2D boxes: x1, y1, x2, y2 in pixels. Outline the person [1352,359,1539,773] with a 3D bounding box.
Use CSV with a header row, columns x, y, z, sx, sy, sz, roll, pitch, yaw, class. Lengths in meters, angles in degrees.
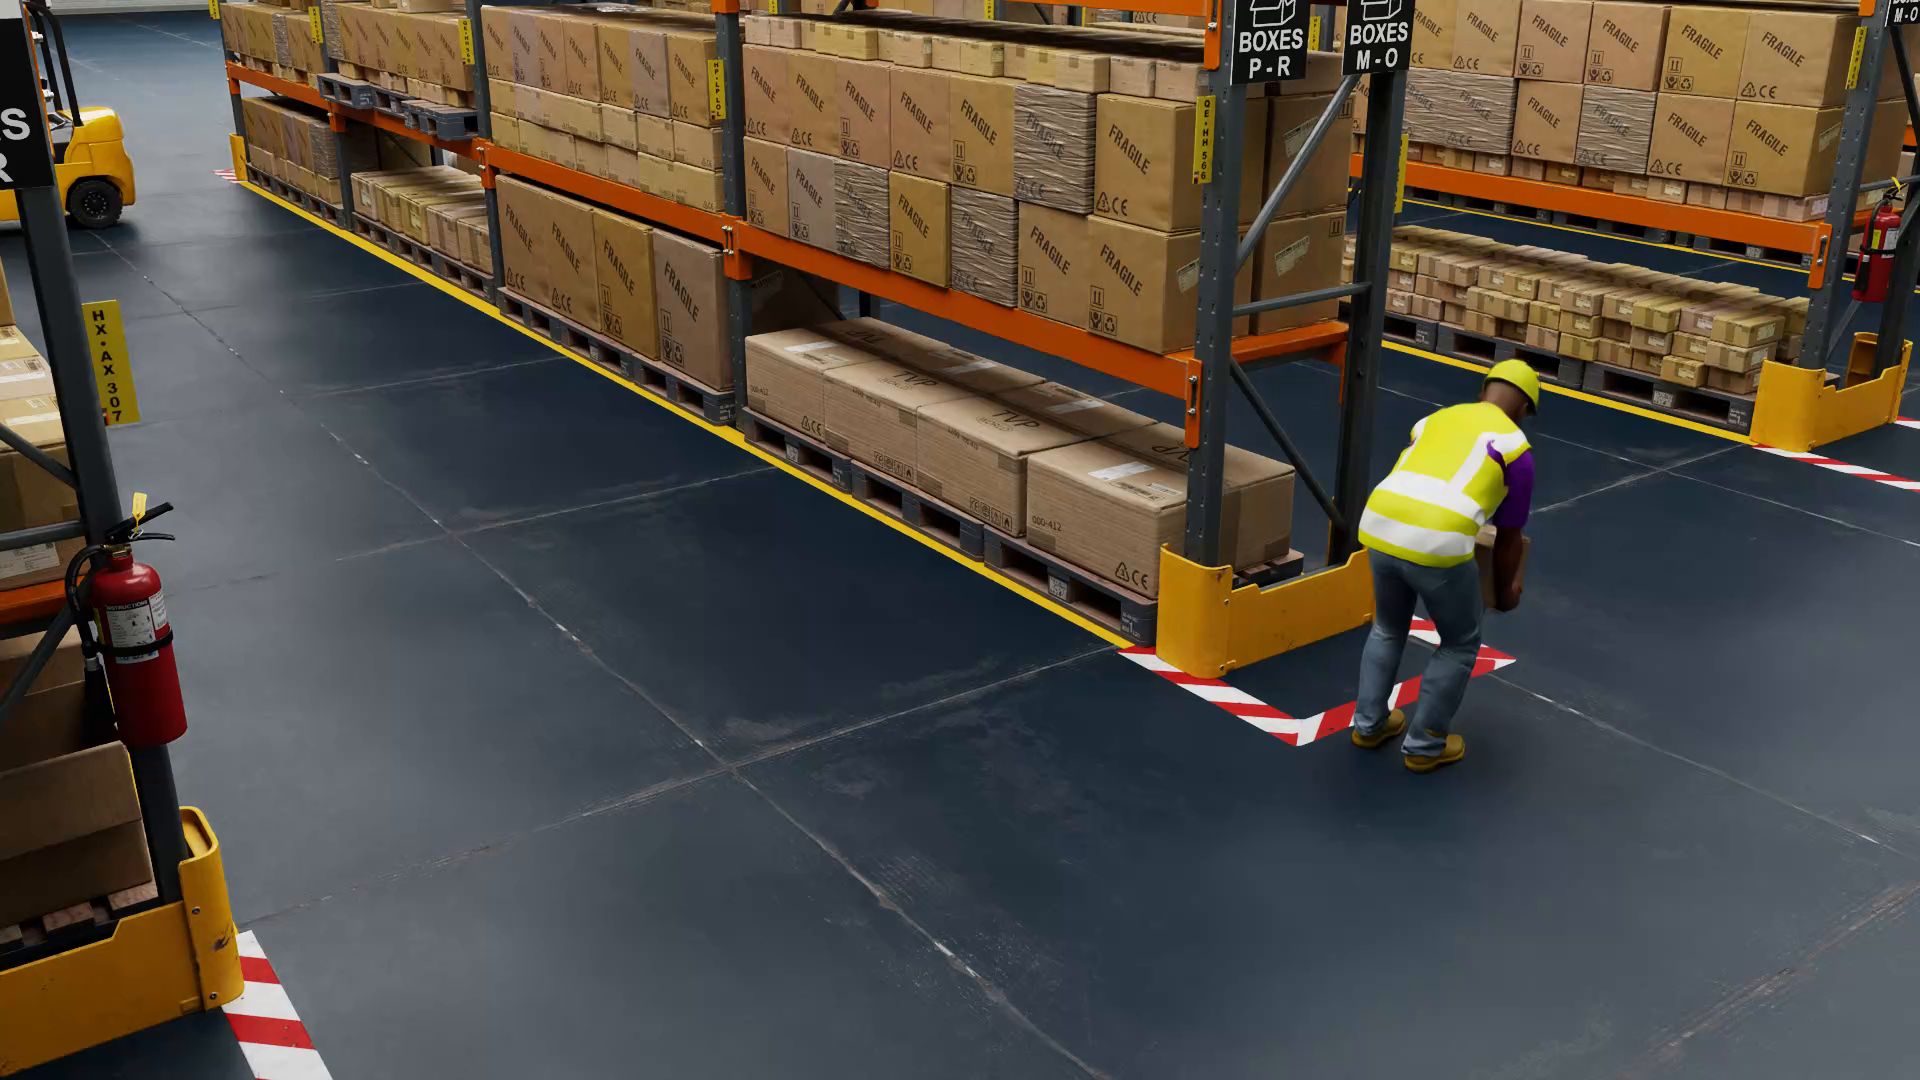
x,y,z,sx,sy,sz,roll,pitch,yaw,class
1.846,0.077,6.280,0.857,1.454,0.488,-18,28,-39,person
